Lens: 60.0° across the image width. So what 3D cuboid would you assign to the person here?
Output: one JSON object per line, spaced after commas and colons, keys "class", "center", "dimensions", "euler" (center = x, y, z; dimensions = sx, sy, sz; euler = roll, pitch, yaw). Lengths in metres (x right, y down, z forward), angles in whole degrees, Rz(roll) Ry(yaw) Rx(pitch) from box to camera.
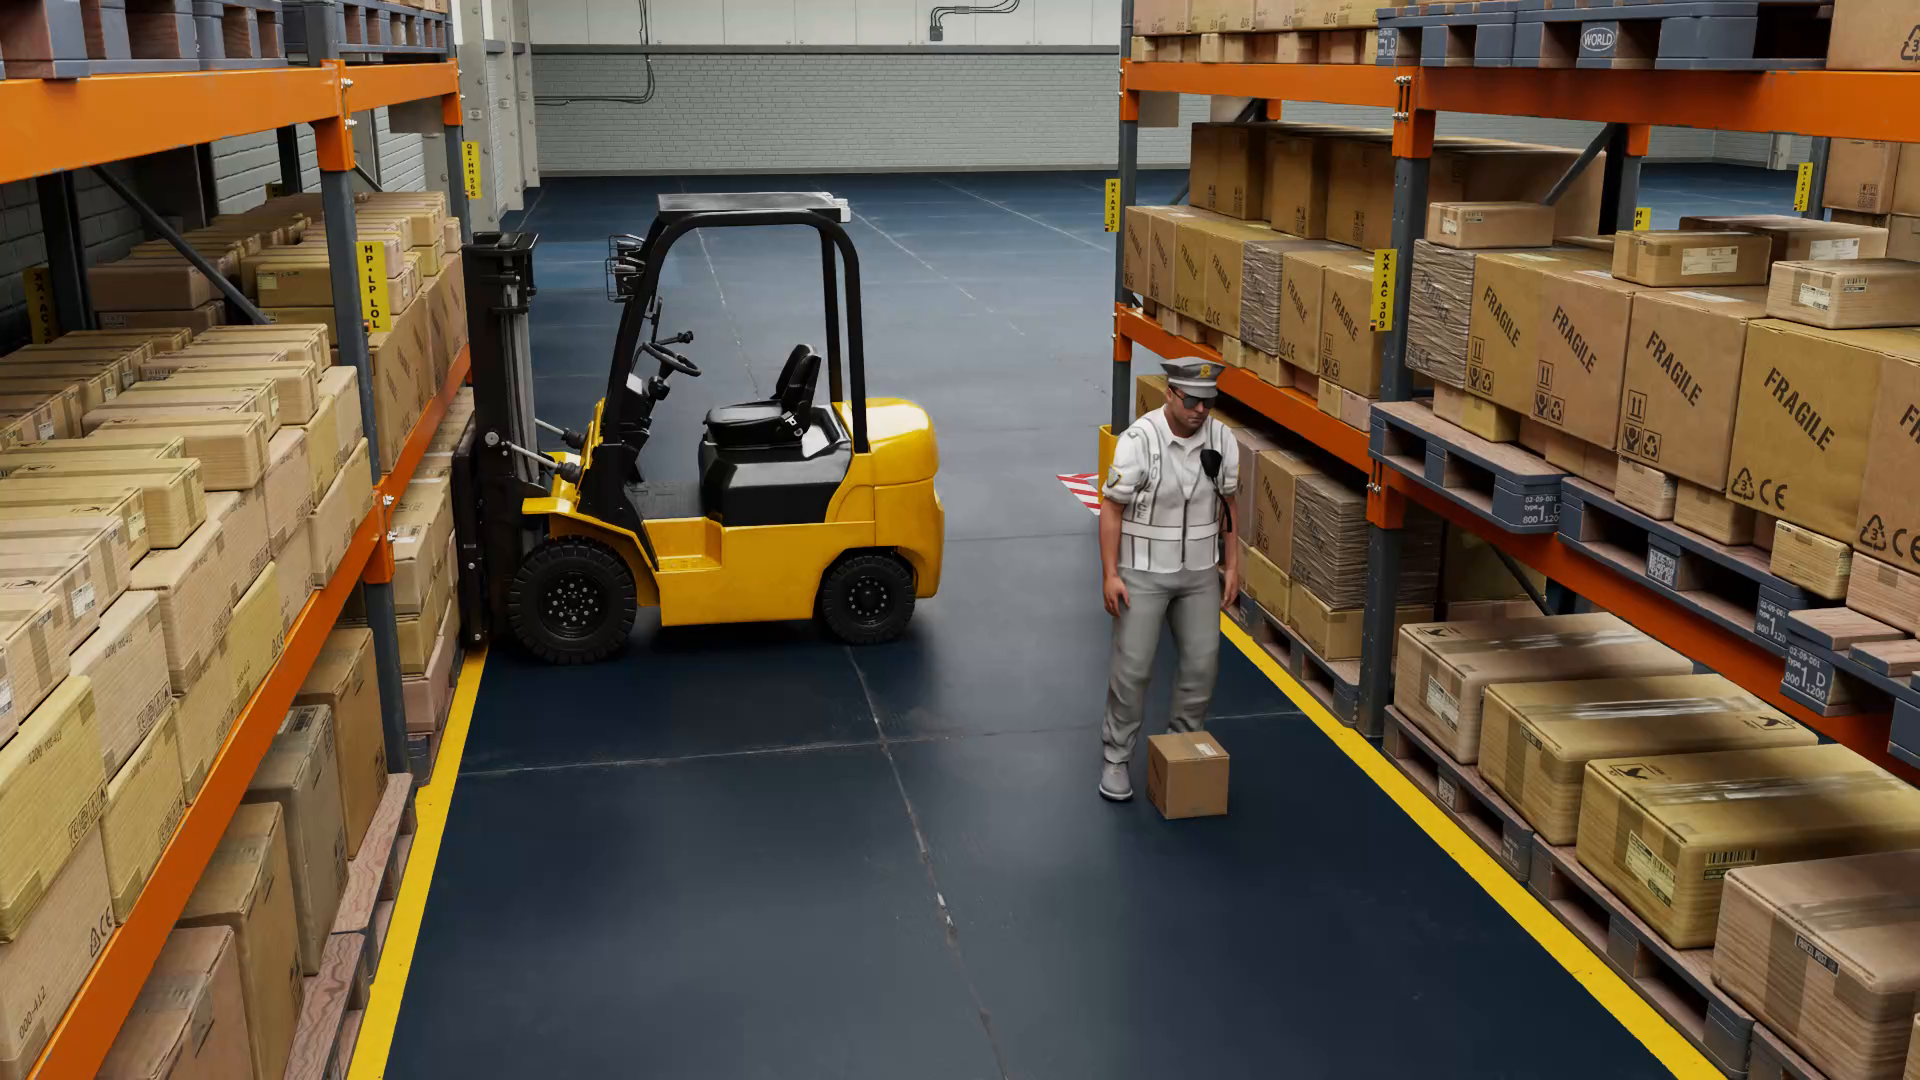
{"class": "person", "center": [0.821, 0.128, 6.584], "dimensions": [0.602, 1.747, 0.439], "euler": [-4, 17, -15]}
